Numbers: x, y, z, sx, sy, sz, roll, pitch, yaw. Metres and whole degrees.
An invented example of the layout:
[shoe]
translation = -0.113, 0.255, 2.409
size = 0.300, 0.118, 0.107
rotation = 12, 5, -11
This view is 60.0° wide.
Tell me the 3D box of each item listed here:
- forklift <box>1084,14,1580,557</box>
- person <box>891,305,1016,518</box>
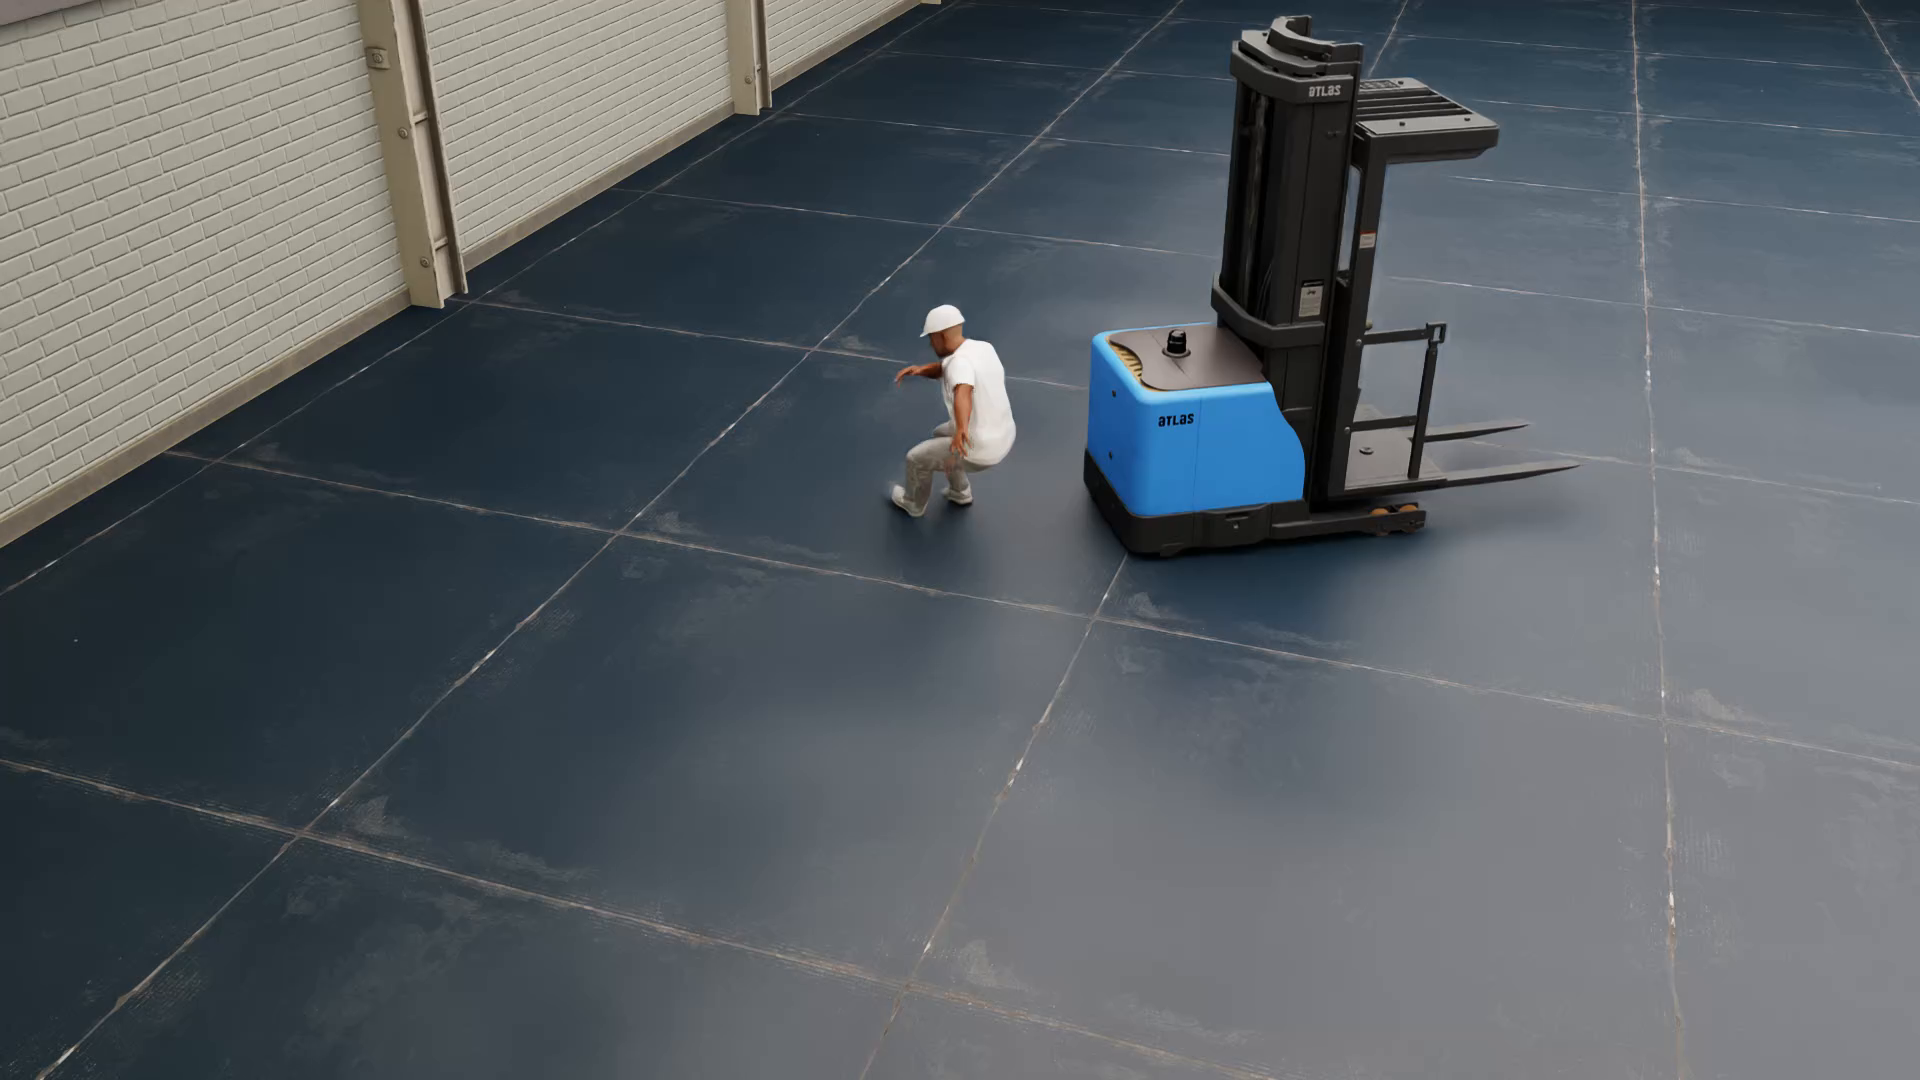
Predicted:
[forklift]
translation = 2.362, -1.545, 9.847
size = 3.031, 2.935, 1.130
rotation = -7, 30, -11
[person]
translation = -0.134, -0.612, 9.772
size = 0.945, 1.459, 1.237
rotation = 13, 32, 21
